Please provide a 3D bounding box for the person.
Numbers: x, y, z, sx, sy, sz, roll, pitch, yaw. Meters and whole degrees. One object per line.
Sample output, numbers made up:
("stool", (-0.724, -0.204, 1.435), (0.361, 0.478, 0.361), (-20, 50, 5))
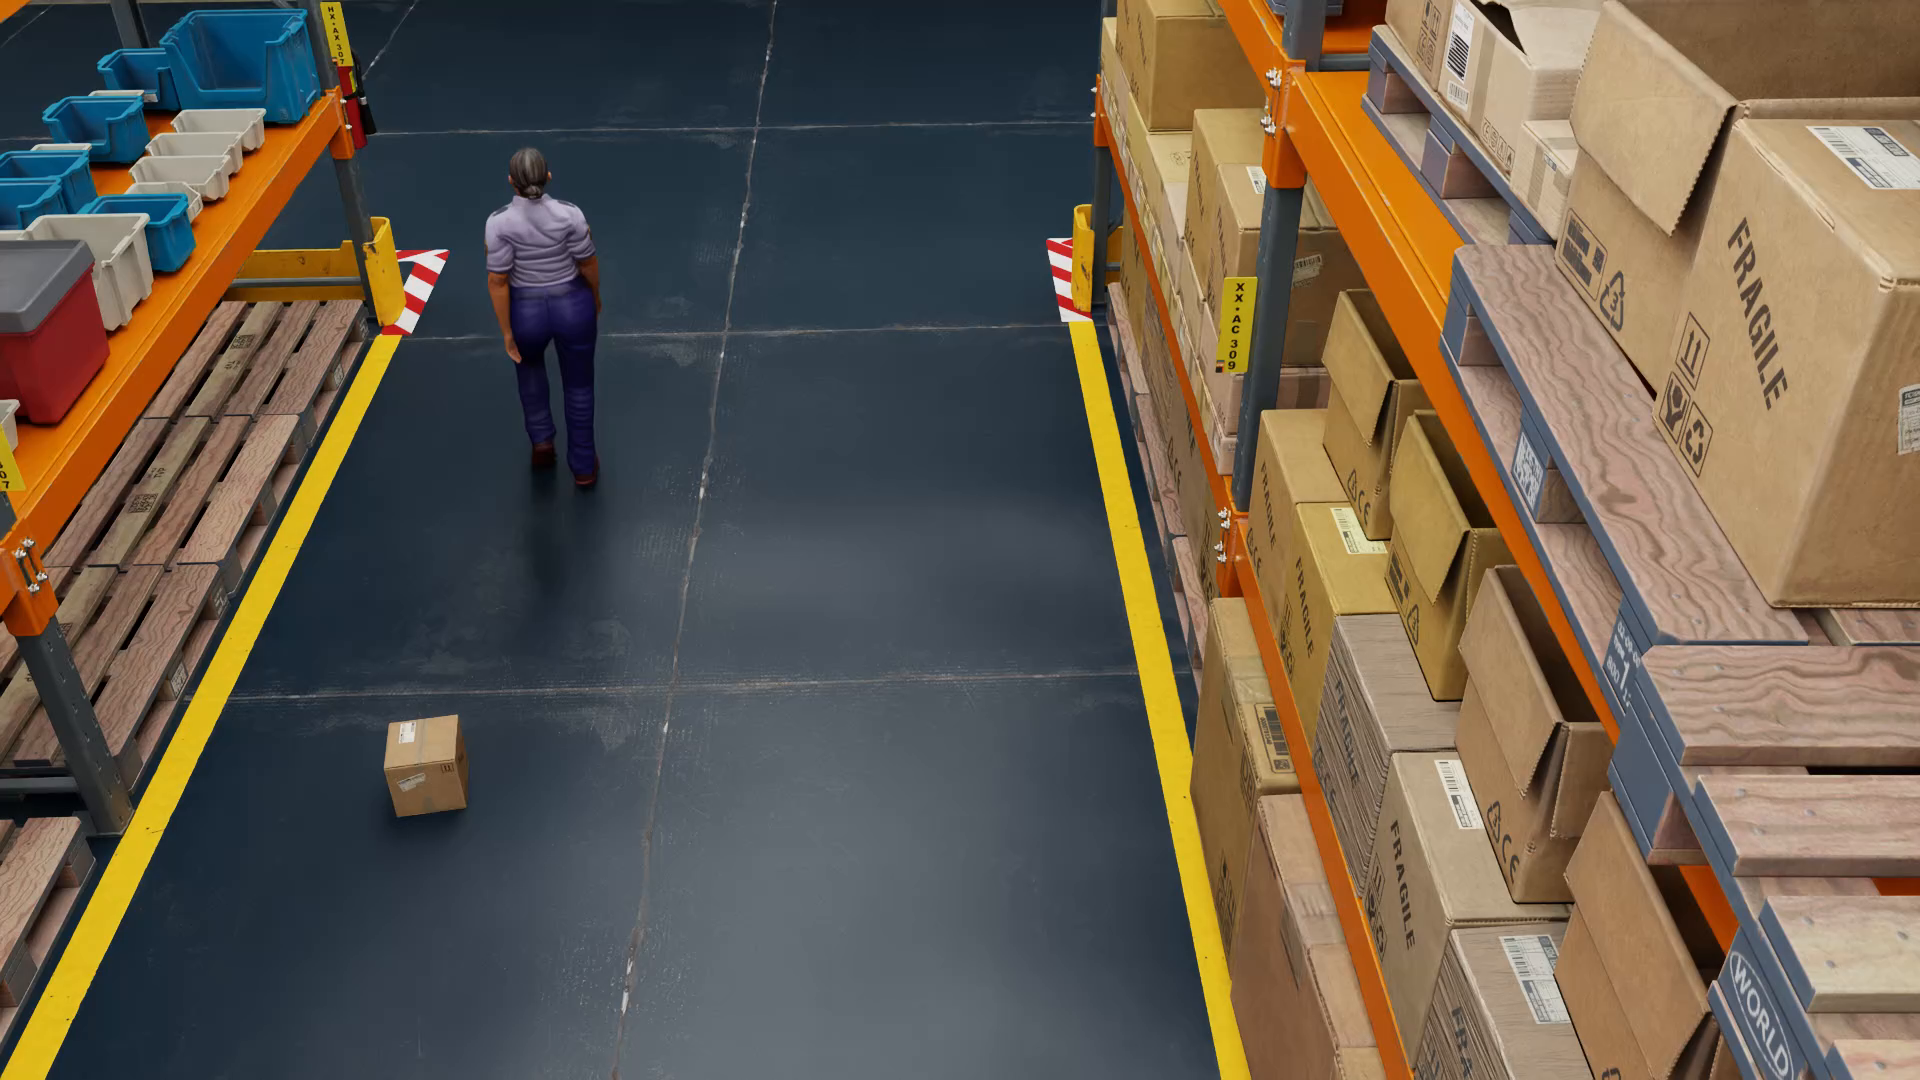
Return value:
("person", (-1.865, -0.999, 7.604), (0.479, 1.700, 0.493), (-7, 36, -9))
